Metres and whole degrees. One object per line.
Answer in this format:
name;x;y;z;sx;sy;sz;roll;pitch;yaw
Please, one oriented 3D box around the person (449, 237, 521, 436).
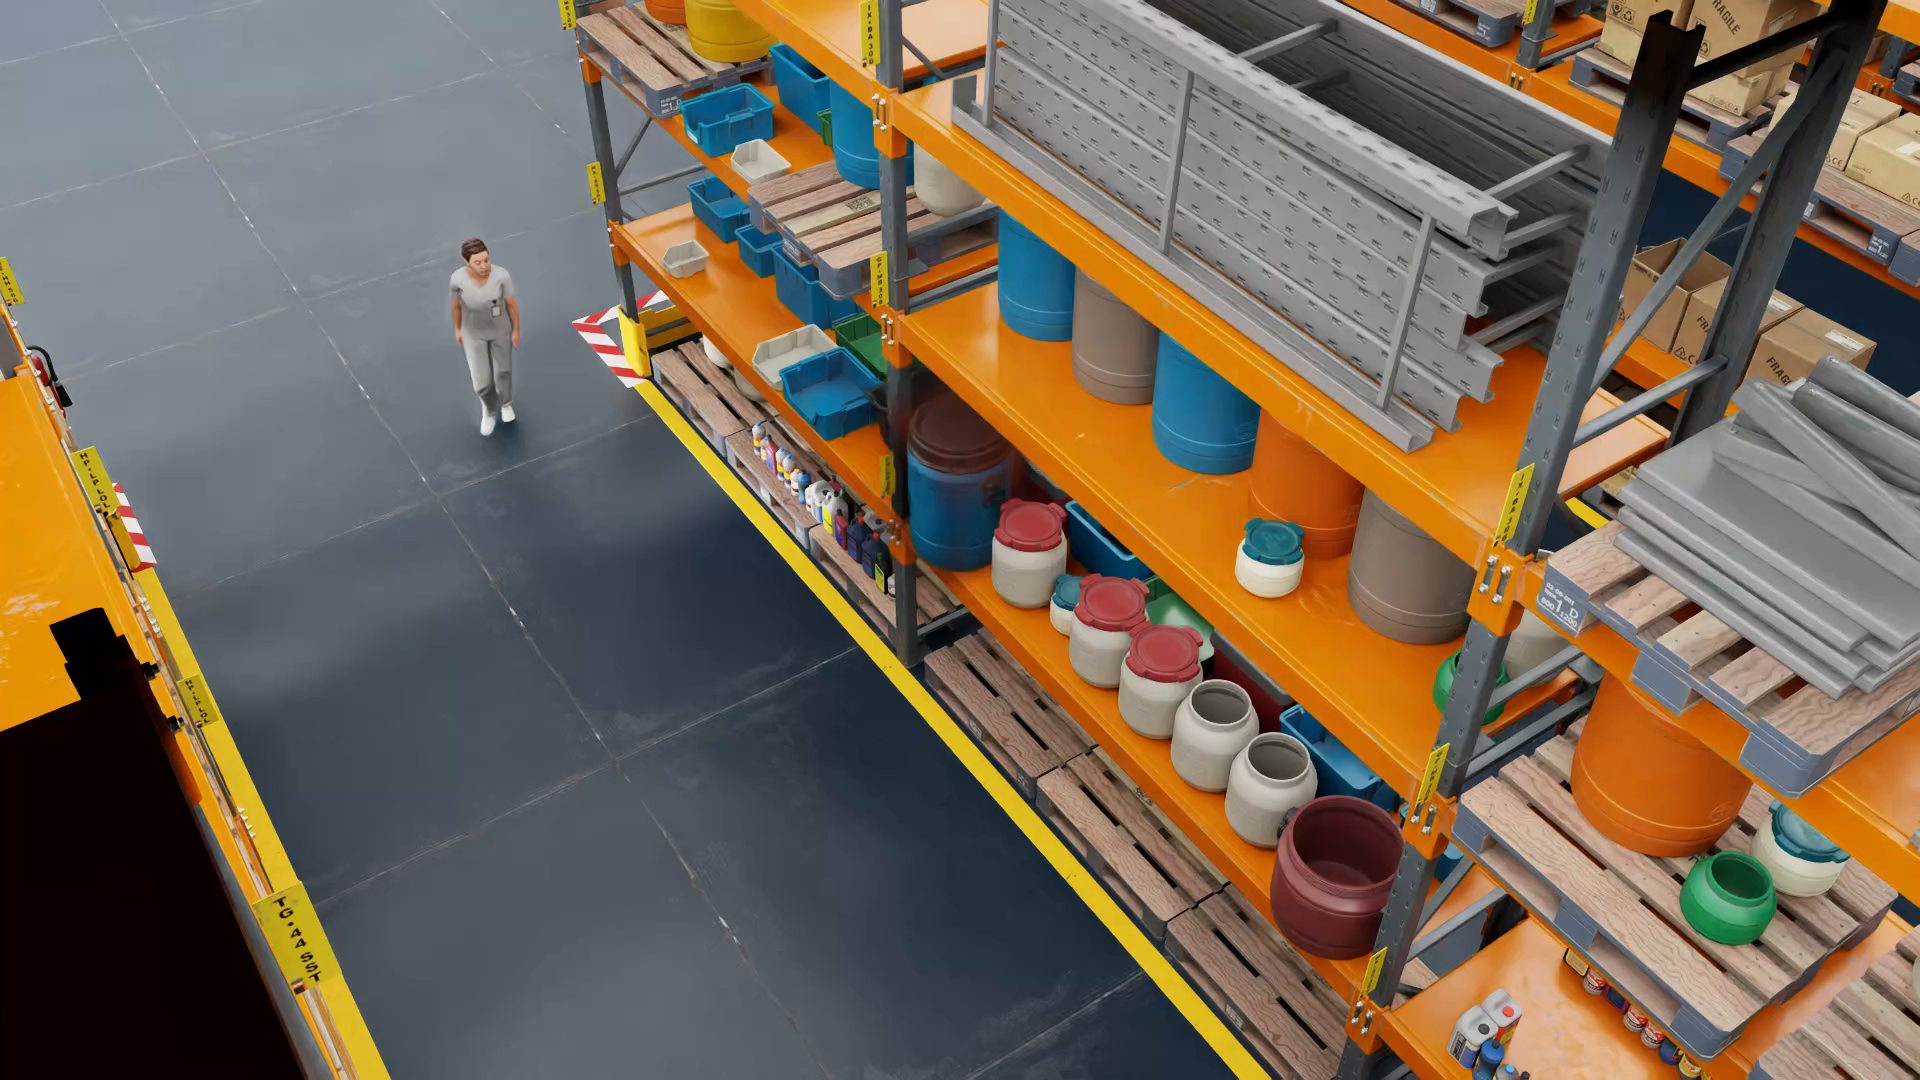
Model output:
person;-3.447;-1.521;12.175;0.483;1.653;0.515;-14;44;-15
